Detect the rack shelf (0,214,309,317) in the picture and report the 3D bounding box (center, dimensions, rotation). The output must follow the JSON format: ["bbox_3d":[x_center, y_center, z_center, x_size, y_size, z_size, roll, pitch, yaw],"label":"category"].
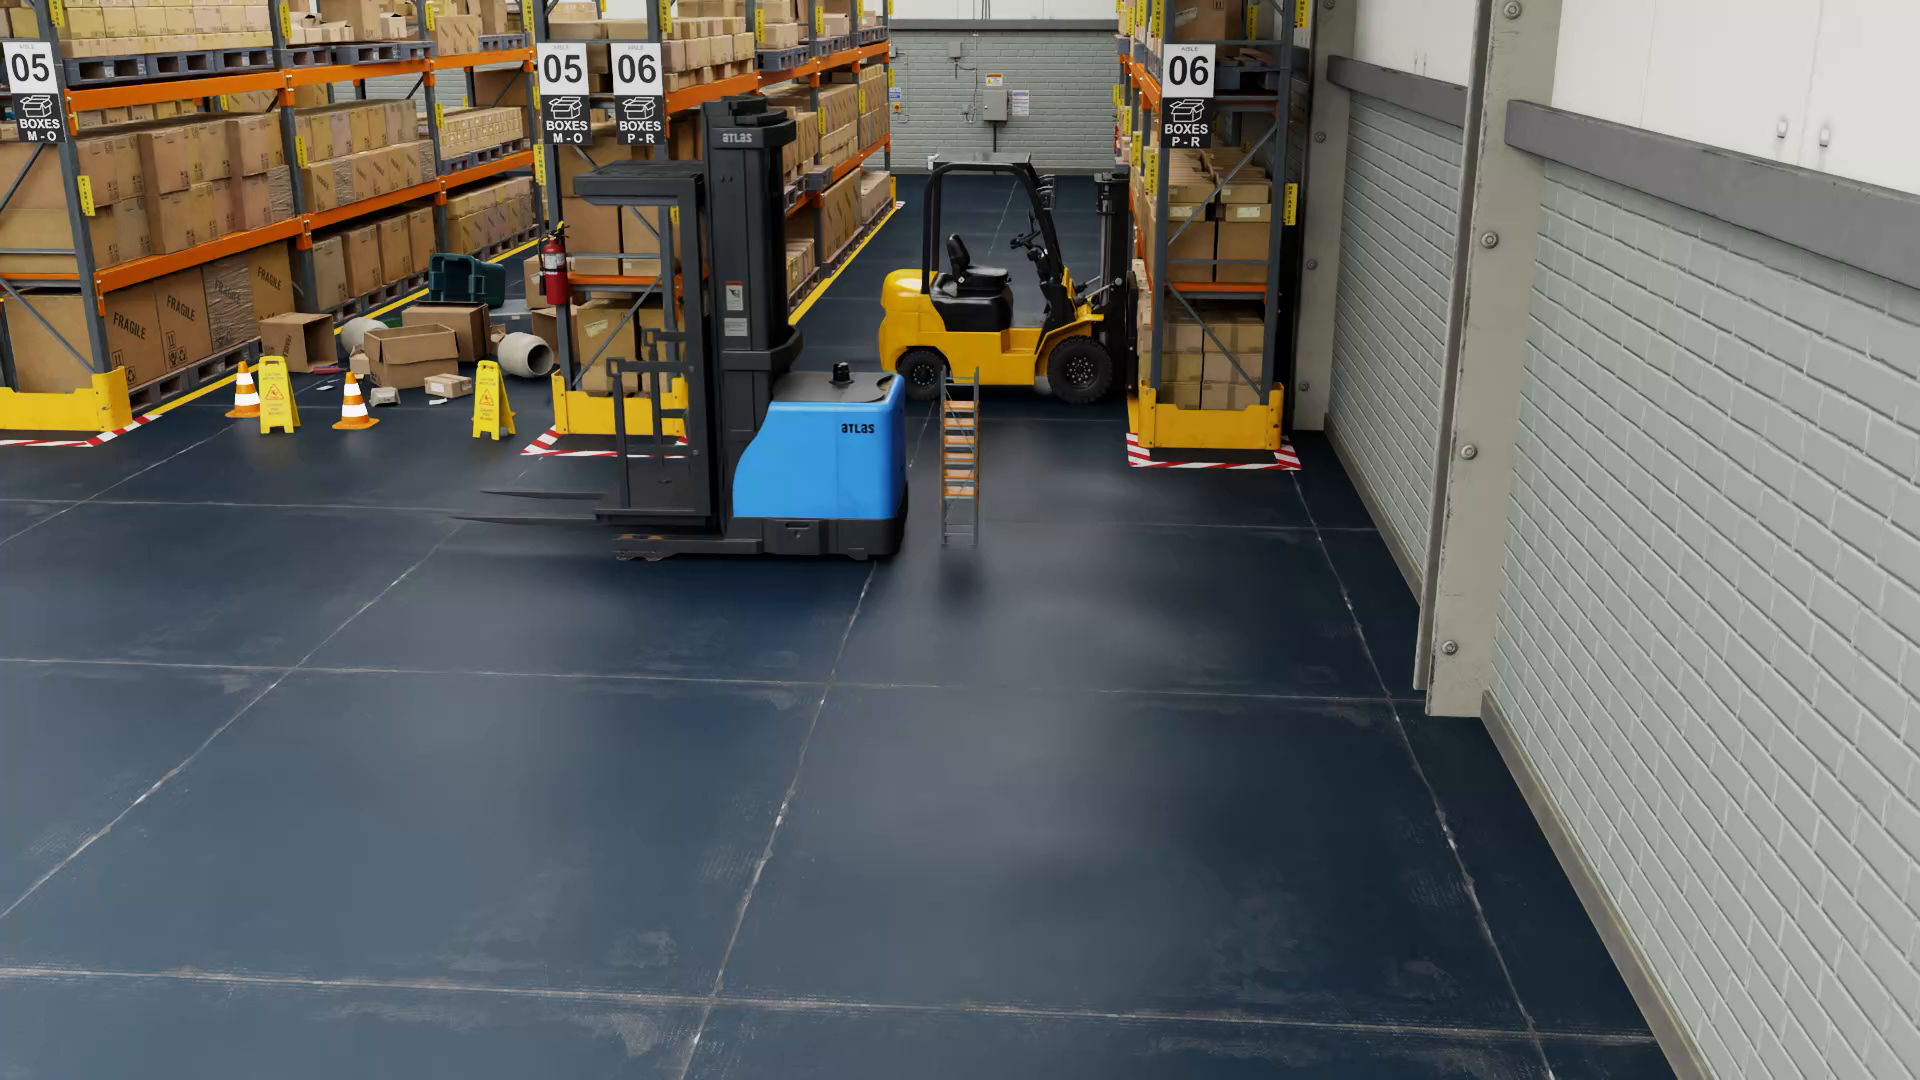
[{"bbox_3d":[-7.676,-2.708,16.024,1.077,0.370,4.000,1,18,4],"label":"rack shelf"}]

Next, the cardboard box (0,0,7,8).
[{"bbox_3d":[-8.134,-4.472,13.726,0.380,0.149,0.250,1,18,4],"label":"cardboard box"}]

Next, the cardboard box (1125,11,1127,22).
[{"bbox_3d":[2.426,-7.098,22.542,0.380,0.149,0.250,1,18,4],"label":"cardboard box"}]

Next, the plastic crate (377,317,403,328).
[{"bbox_3d":[-6.239,-2.278,17.983,0.450,0.188,0.662,0,15,35],"label":"plastic crate"}]

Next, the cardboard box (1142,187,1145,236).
[{"bbox_3d":[2.050,-3.235,16.318,0.500,0.500,0.500,2,18,5],"label":"cardboard box"}]

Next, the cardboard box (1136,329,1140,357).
[{"bbox_3d":[1.862,-1.844,15.173,0.500,0.250,0.500,1,18,3],"label":"cardboard box"}]

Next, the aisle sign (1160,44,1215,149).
[{"bbox_3d":[1.778,-3.461,12.993,0.394,0.787,0.004,1,18,4],"label":"aisle sign"}]

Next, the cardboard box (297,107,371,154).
[{"bbox_3d":[-7.394,-4.821,19.553,0.700,0.500,0.500,1,18,3],"label":"cardboard box"}]

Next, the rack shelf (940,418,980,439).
[{"bbox_3d":[-0.001,-0.752,11.162,0.258,0.103,0.180,1,18,4],"label":"rack shelf"}]

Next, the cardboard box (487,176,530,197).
[{"bbox_3d":[-6.761,-5.286,24.874,0.500,0.250,0.500,1,18,2],"label":"cardboard box"}]

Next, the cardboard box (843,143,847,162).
[{"bbox_3d":[-1.888,-5.545,23.770,0.500,0.250,0.500,1,18,2],"label":"cardboard box"}]

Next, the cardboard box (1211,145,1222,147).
[{"bbox_3d":[2.746,-4.337,18.638,0.380,0.149,0.250,1,18,3],"label":"cardboard box"}]

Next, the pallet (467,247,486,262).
[{"bbox_3d":[-7.189,-3.830,22.774,1.003,0.211,1.213,1,18,4],"label":"pallet"}]

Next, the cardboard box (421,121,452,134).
[{"bbox_3d":[-7.003,-5.498,22.160,0.380,0.149,0.250,1,18,2],"label":"cardboard box"}]

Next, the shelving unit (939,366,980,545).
[{"bbox_3d":[-0.001,-0.566,11.222,0.258,1.200,0.189,1,18,4],"label":"shelving unit"}]

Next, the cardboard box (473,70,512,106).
[{"bbox_3d":[-7.196,-6.971,25.637,0.500,0.500,0.500,1,18,2],"label":"cardboard box"}]

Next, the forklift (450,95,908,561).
[{"bbox_3d":[-1.904,-1.415,11.034,3.031,2.935,1.130,1,18,3],"label":"forklift"}]

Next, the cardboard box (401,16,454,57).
[{"bbox_3d":[-6.940,-6.557,21.640,0.500,0.500,0.500,1,18,4],"label":"cardboard box"}]

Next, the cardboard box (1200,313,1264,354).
[{"bbox_3d":[2.299,-1.753,14.090,0.500,0.250,0.500,1,18,3],"label":"cardboard box"}]

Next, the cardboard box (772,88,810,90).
[{"bbox_3d":[-2.381,-6.154,23.621,0.500,0.500,0.500,1,18,3],"label":"cardboard box"}]

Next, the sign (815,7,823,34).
[{"bbox_3d":[-1.761,-6.492,20.771,0.100,0.325,0.005,1,18,4],"label":"sign"}]

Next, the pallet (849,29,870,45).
[{"bbox_3d":[-1.946,-7.713,25.471,1.003,0.211,1.213,1,18,4],"label":"pallet"}]

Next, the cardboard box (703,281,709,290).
[{"bbox_3d":[-2.463,-2.168,15.760,0.500,0.500,0.500,2,18,5],"label":"cardboard box"}]

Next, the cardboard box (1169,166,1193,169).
[{"bbox_3d":[1.883,-3.251,14.848,0.380,0.149,0.250,2,18,5],"label":"cardboard box"}]

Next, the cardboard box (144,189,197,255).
[{"bbox_3d":[-7.655,-2.958,15.393,0.875,0.550,0.550,1,18,4],"label":"cardboard box"}]

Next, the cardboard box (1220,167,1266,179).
[{"bbox_3d":[2.514,-3.237,14.805,0.380,0.149,0.250,1,18,3],"label":"cardboard box"}]

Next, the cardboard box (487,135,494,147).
[{"bbox_3d":[-6.881,-5.703,23.739,0.380,0.149,0.250,2,18,6],"label":"cardboard box"}]

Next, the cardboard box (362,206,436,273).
[{"bbox_3d":[-7.380,-3.856,21.313,1.050,0.750,0.750,1,18,3],"label":"cardboard box"}]

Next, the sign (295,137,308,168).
[{"bbox_3d":[-6.979,-4.108,17.624,0.100,0.325,0.005,1,18,4],"label":"sign"}]

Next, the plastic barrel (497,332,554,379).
[{"bbox_3d":[-4.237,-1.800,16.237,0.512,0.421,0.421,17,25,41],"label":"plastic barrel"}]

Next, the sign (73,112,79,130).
[{"bbox_3d":[-11.644,-5.558,21.837,0.100,0.325,0.005,1,18,4],"label":"sign"}]

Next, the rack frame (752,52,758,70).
[{"bbox_3d":[-2.588,-3.591,17.566,1.000,3.000,0.127,1,18,4],"label":"rack frame"}]

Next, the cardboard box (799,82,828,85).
[{"bbox_3d":[-2.257,-6.751,25.444,0.500,0.500,0.500,1,18,3],"label":"cardboard box"}]

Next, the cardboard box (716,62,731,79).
[{"bbox_3d":[-2.395,-4.473,15.844,0.380,0.149,0.250,2,18,5],"label":"cardboard box"}]

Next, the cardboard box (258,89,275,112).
[{"bbox_3d":[-11.534,-7.181,27.081,0.500,0.500,0.500,1,18,2],"label":"cardboard box"}]

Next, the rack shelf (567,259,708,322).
[{"bbox_3d":[-2.732,-2.628,15.783,1.077,0.370,4.000,1,18,4],"label":"rack shelf"}]

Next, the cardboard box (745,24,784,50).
[{"bbox_3d":[-2.147,-5.318,17.584,0.500,0.250,0.500,1,18,2],"label":"cardboard box"}]

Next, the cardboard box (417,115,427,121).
[{"bbox_3d":[-7.573,-5.840,23.201,0.380,0.149,0.250,2,18,7],"label":"cardboard box"}]

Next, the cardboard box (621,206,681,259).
[{"bbox_3d":[-2.565,-2.679,14.143,0.500,0.500,0.500,1,18,3],"label":"cardboard box"}]

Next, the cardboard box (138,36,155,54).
[{"bbox_3d":[-7.403,-4.394,14.768,0.380,0.149,0.250,1,18,4],"label":"cardboard box"}]

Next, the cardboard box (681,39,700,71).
[{"bbox_3d":[-2.528,-4.151,14.220,0.500,0.250,0.500,1,18,3],"label":"cardboard box"}]

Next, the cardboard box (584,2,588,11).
[{"bbox_3d":[-6.497,-8.994,28.035,0.380,0.149,0.250,2,18,5],"label":"cardboard box"}]

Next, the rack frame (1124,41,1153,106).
[{"bbox_3d":[2.936,-5.966,24.814,1.000,3.000,0.127,1,18,4],"label":"rack frame"}]

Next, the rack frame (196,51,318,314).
[{"bbox_3d":[-7.533,-3.671,17.808,1.000,3.000,0.127,1,18,4],"label":"rack frame"}]

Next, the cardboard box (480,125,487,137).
[{"bbox_3d":[-6.905,-5.764,23.448,0.380,0.149,0.250,2,18,6],"label":"cardboard box"}]

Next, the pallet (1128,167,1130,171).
[{"bbox_3d":[2.784,-5.237,22.897,1.003,0.211,1.213,1,18,4],"label":"pallet"}]

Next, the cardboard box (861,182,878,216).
[{"bbox_3d":[-1.799,-5.529,26.919,0.875,0.438,0.875,1,18,2],"label":"cardboard box"}]

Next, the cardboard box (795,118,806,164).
[{"bbox_3d":[-2.118,-4.757,19.811,0.500,0.500,0.500,0,18,0],"label":"cardboard box"}]

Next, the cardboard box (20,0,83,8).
[{"bbox_3d":[-7.478,-4.457,13.678,0.380,0.149,0.250,1,18,5],"label":"cardboard box"}]

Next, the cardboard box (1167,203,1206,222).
[{"bbox_3d":[1.821,-2.709,13.671,0.380,0.149,0.250,2,18,5],"label":"cardboard box"}]
